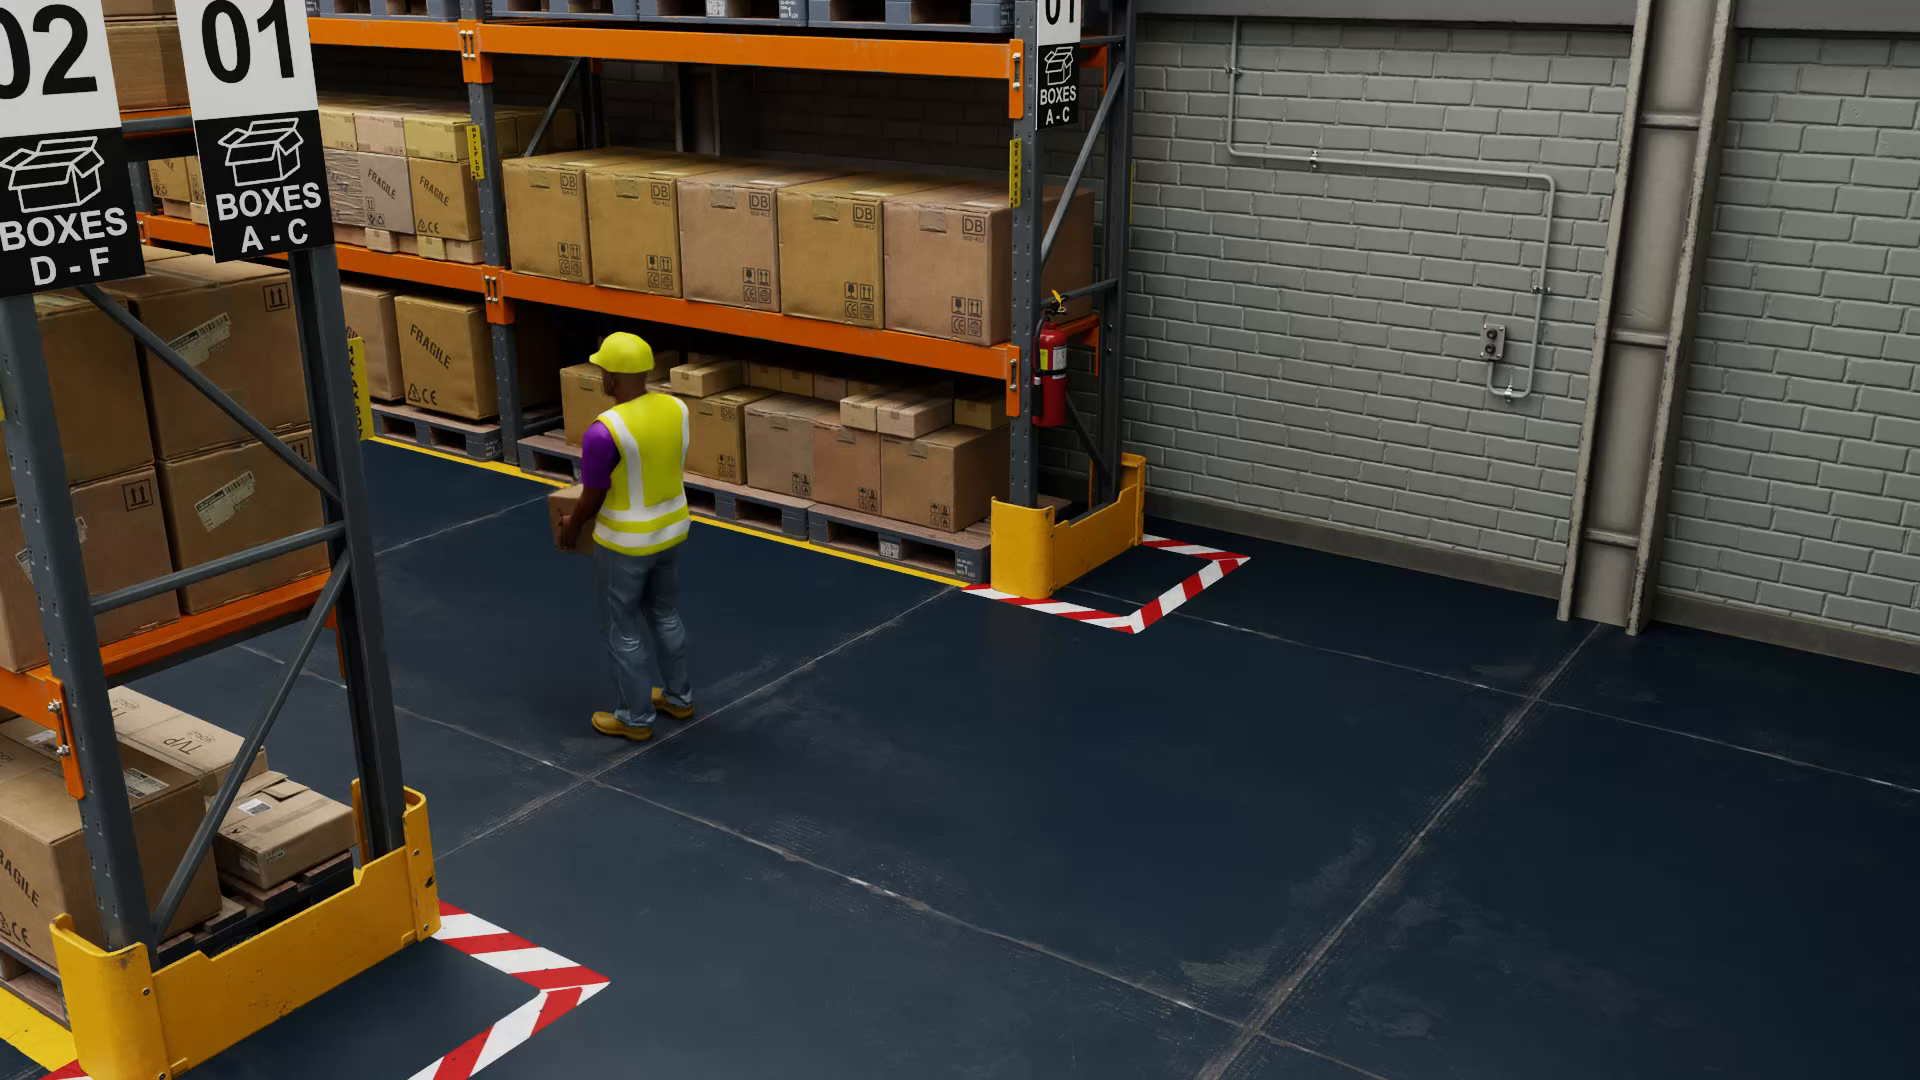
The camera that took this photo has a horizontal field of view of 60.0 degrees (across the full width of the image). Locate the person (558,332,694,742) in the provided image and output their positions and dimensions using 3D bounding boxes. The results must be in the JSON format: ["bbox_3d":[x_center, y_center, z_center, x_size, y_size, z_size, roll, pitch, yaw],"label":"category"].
[{"bbox_3d":[-1.424,-0.024,7.101,0.520,1.769,0.558,13,23,31],"label":"person"}]
